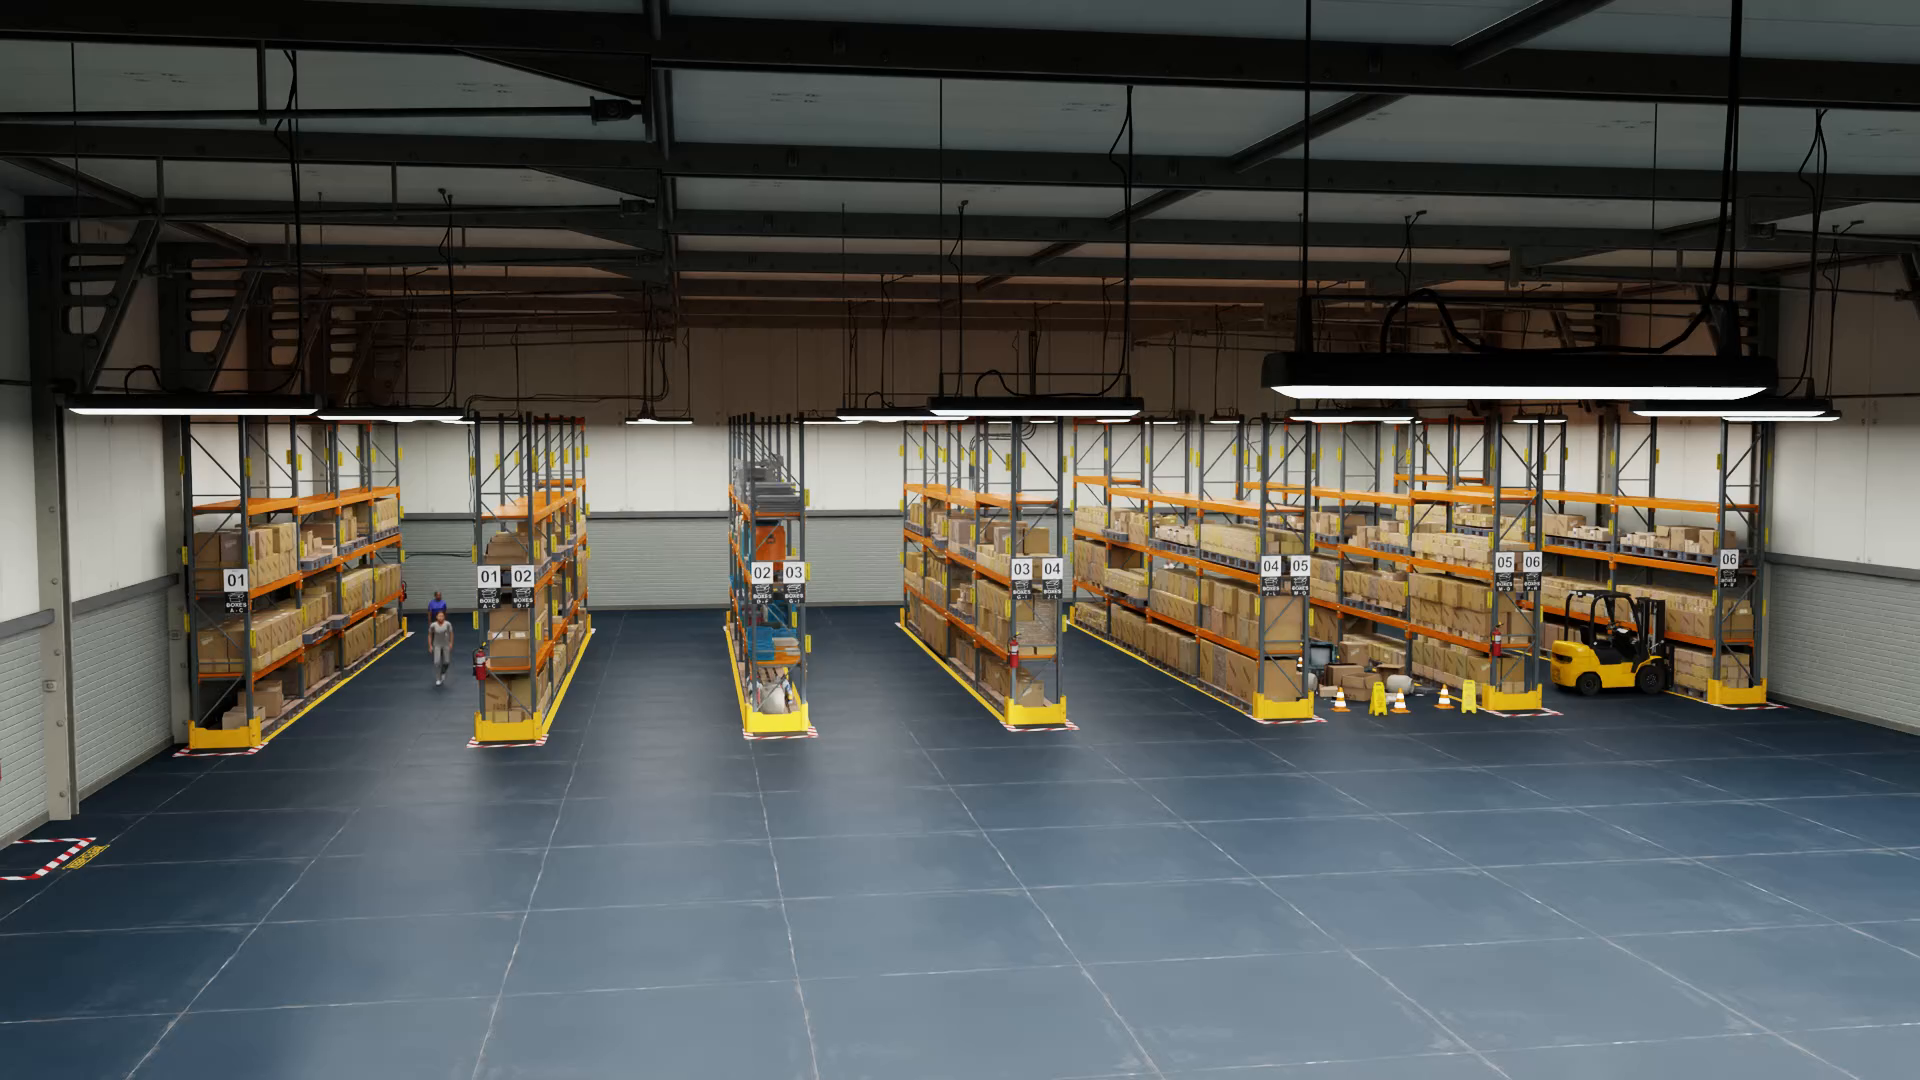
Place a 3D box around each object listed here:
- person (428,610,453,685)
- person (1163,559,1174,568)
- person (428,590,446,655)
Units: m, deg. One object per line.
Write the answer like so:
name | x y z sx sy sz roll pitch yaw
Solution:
person | -11.614 2.380 37.189 0.534 1.654 0.600 -2 4 -22
person | 6.511 1.381 52.072 0.532 1.736 0.530 -3 5 -41
person | -13.150 2.058 41.852 0.417 1.594 1.045 -1 4 -10
